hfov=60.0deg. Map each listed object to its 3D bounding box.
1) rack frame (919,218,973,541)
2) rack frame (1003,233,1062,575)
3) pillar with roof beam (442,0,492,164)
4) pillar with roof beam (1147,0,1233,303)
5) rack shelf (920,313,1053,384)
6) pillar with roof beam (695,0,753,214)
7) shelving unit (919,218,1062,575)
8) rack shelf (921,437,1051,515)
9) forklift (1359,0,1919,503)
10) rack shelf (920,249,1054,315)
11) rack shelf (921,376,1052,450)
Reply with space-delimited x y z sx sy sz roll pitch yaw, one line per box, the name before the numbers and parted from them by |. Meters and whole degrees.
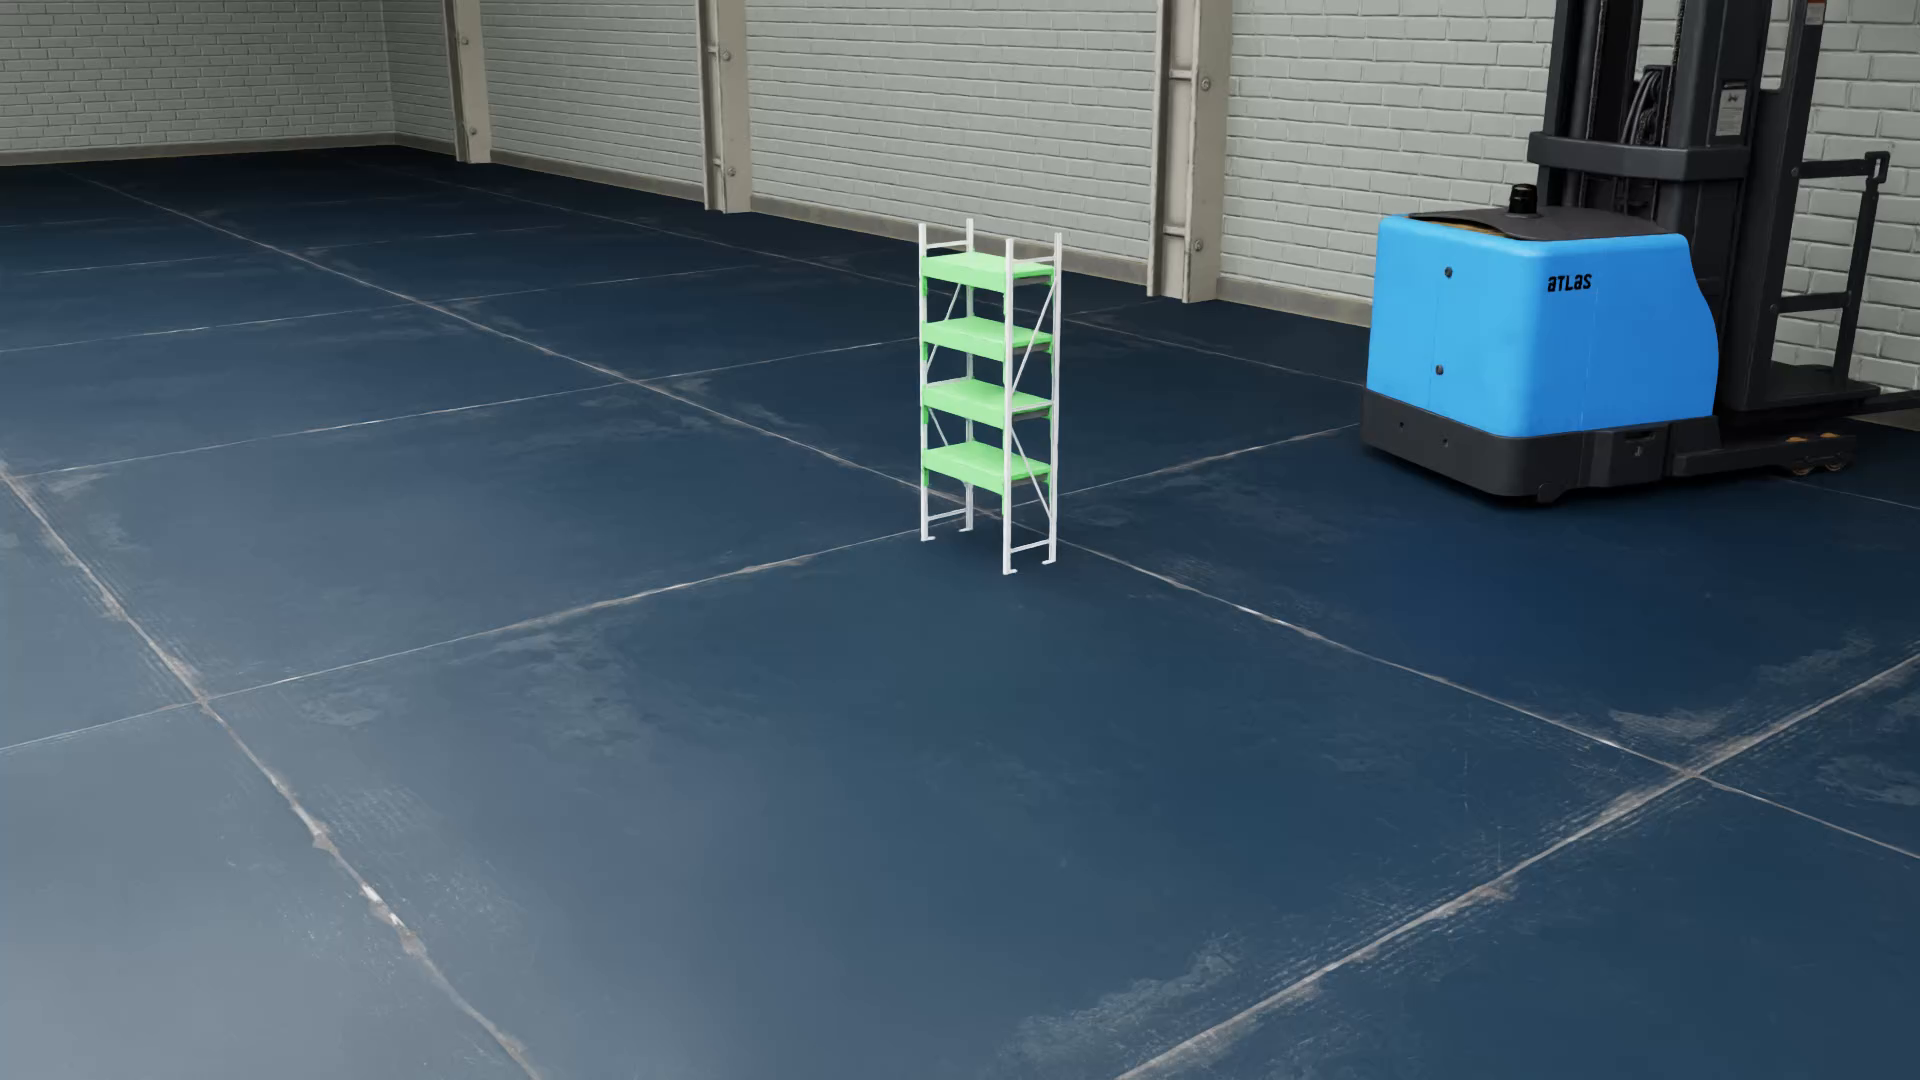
rack frame | -0.049 -0.589 6.232 0.240 1.200 0.015 -14 23 -36
rack frame | 0.254 -0.469 5.869 0.240 1.200 0.015 -14 23 -36
pillar with roof beam | -9.302 -8.054 16.371 9.100 9.000 0.400 -14 23 -36
pillar with roof beam | -1.851 -5.097 7.441 9.100 9.000 0.400 -14 23 -36
rack shelf | 0.103 -0.696 5.995 0.258 0.148 0.480 -14 23 -36
pillar with roof beam | -5.577 -6.576 11.906 9.100 9.000 0.400 -14 23 -36
shelving unit | 0.103 -0.529 6.051 0.258 1.200 0.503 -14 23 -36
rack shelf | 0.103 -0.240 6.146 0.258 0.148 0.480 -14 23 -36
forklift | 3.368 -1.817 7.188 3.031 2.935 1.130 -7 20 -21
rack shelf | 0.103 -0.924 5.920 0.258 0.148 0.480 -14 23 -36
rack shelf | 0.103 -0.468 6.071 0.258 0.148 0.480 -14 23 -36
